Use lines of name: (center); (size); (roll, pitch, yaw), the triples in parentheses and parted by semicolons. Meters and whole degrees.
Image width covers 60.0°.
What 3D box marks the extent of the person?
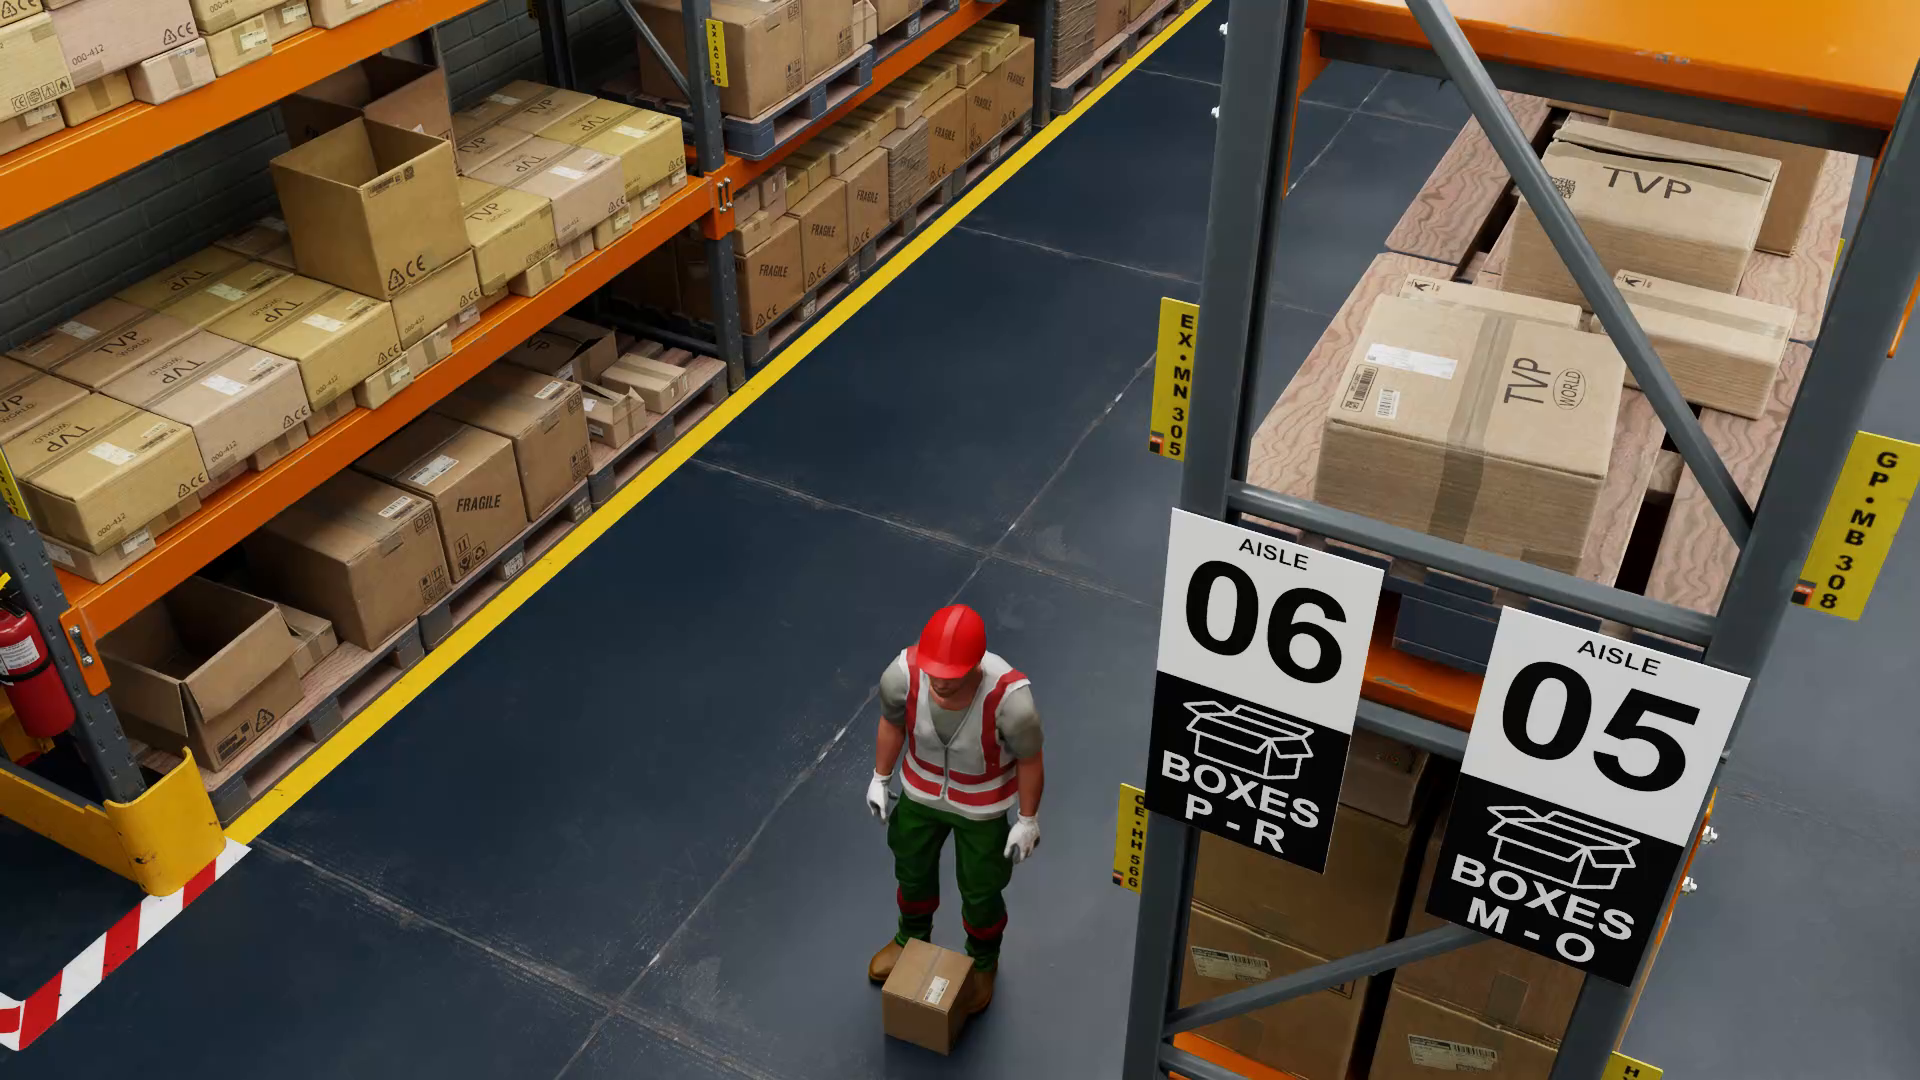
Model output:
person: (-0.020, 0.885, 5.588); (0.619, 1.779, 0.450); (14, 40, 17)
